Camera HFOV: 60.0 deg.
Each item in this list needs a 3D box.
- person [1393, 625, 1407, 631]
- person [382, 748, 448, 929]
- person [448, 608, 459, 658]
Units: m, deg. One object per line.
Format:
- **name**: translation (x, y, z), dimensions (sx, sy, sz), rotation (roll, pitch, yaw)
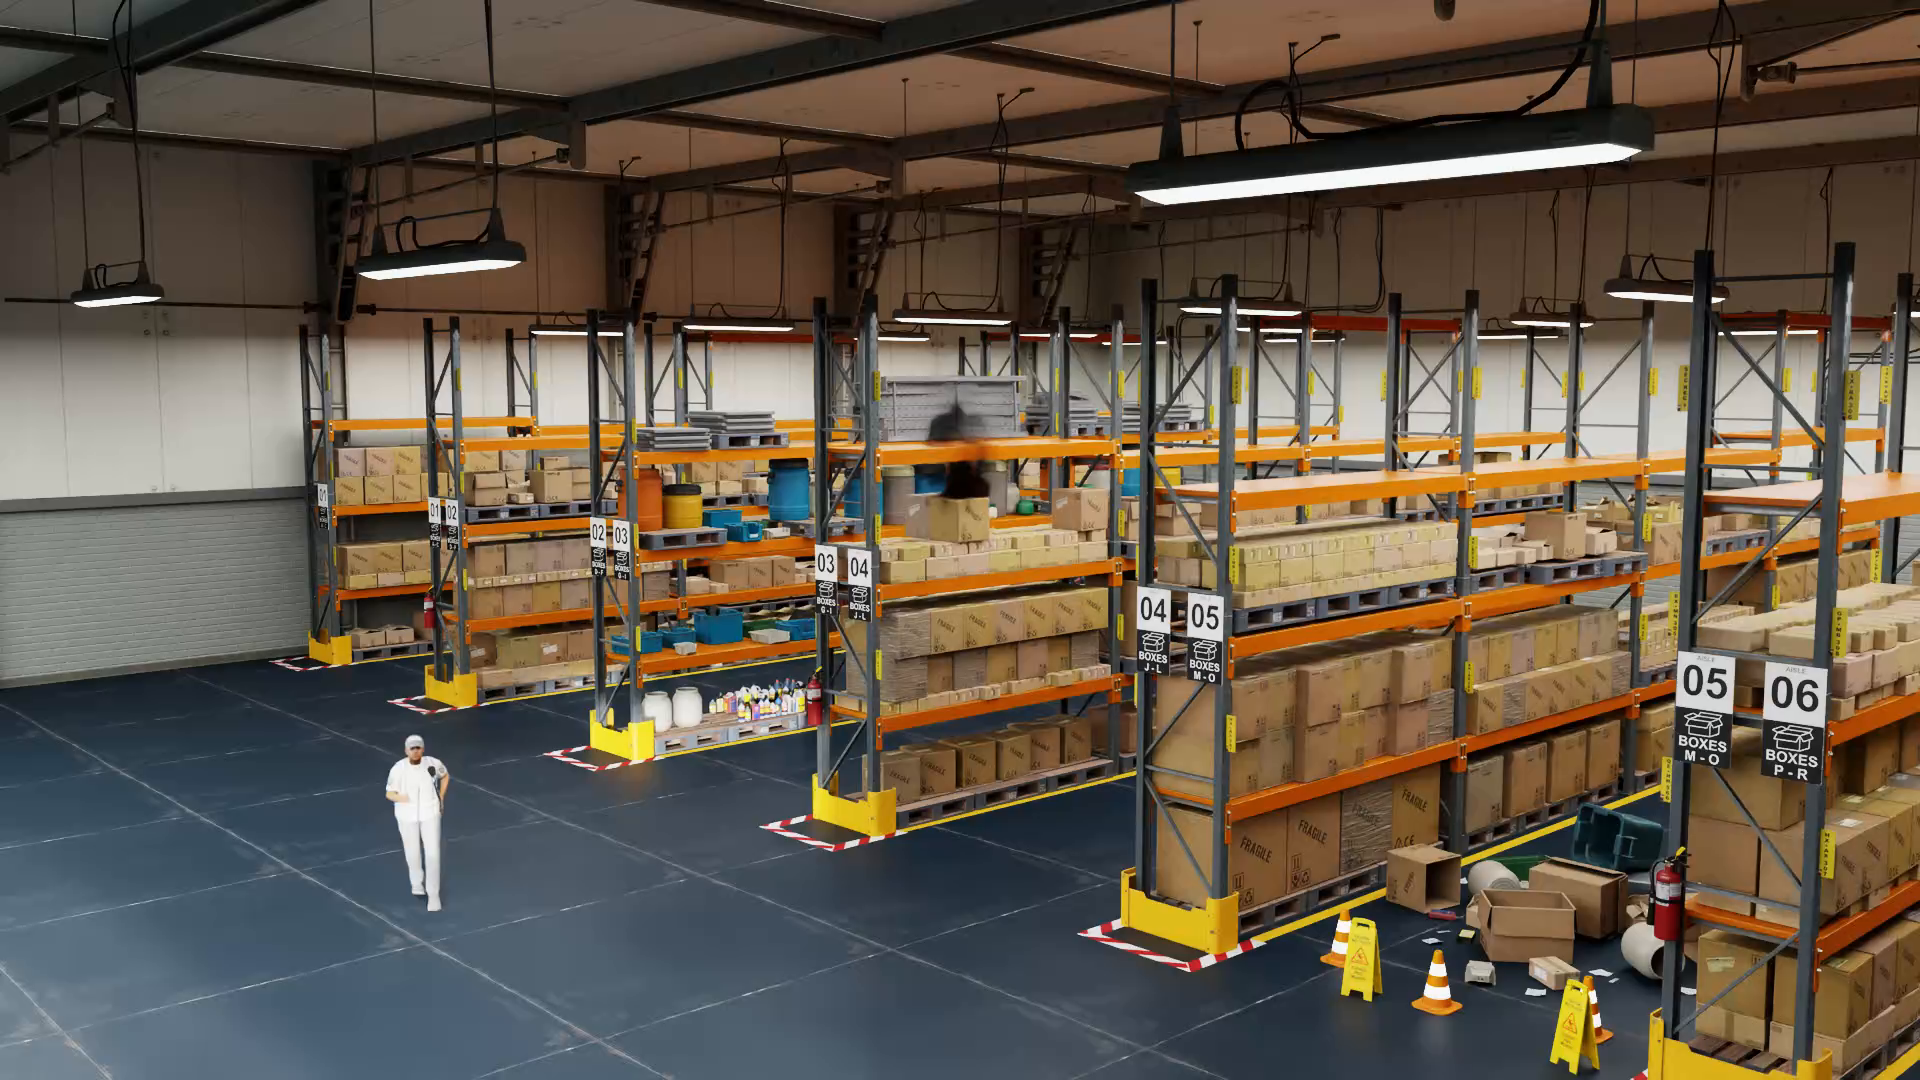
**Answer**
- **person**: translation (6.086, 1.963, 23.273), dimensions (0.658, 1.726, 0.578), rotation (5, 7, 39)
- **person**: translation (-5.145, 2.780, 15.750), dimensions (0.607, 1.655, 0.769), rotation (-2, 6, -21)
- **person**: translation (-8.327, 1.542, 27.879), dimensions (0.614, 1.642, 0.549), rotation (3, 7, 28)
